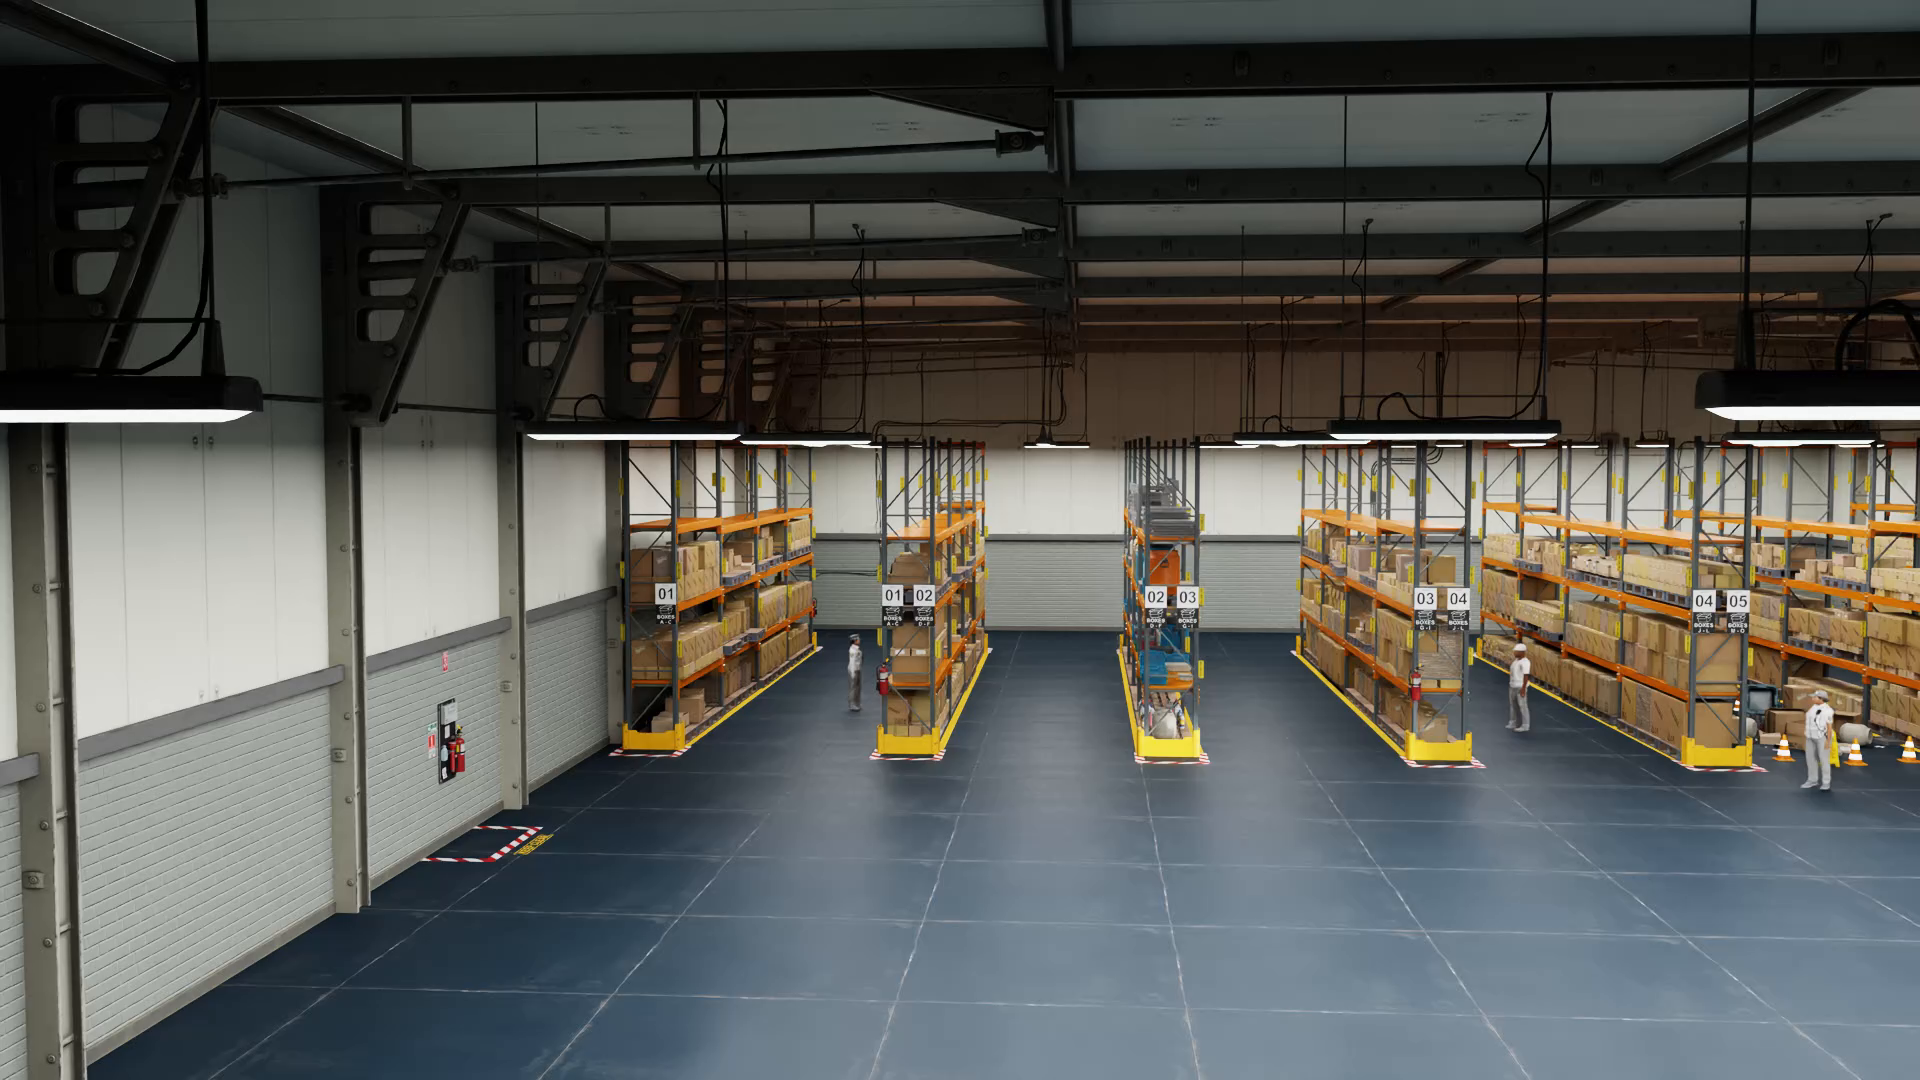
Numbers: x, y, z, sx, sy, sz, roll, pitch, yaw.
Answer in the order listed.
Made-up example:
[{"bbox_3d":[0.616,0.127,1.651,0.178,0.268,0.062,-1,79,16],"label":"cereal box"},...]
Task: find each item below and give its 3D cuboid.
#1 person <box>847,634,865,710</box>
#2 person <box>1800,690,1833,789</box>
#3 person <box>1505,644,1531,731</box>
[{"bbox_3d":[-2.309,2.935,36.853,0.368,1.727,0.548,0,3,8],"label":"person"},{"bbox_3d":[14.537,3.386,28.194,0.418,1.697,0.515,-1,3,-21],"label":"person"},{"bbox_3d":[11.449,3.008,34.133,0.465,1.764,0.611,-1,3,-17],"label":"person"}]
